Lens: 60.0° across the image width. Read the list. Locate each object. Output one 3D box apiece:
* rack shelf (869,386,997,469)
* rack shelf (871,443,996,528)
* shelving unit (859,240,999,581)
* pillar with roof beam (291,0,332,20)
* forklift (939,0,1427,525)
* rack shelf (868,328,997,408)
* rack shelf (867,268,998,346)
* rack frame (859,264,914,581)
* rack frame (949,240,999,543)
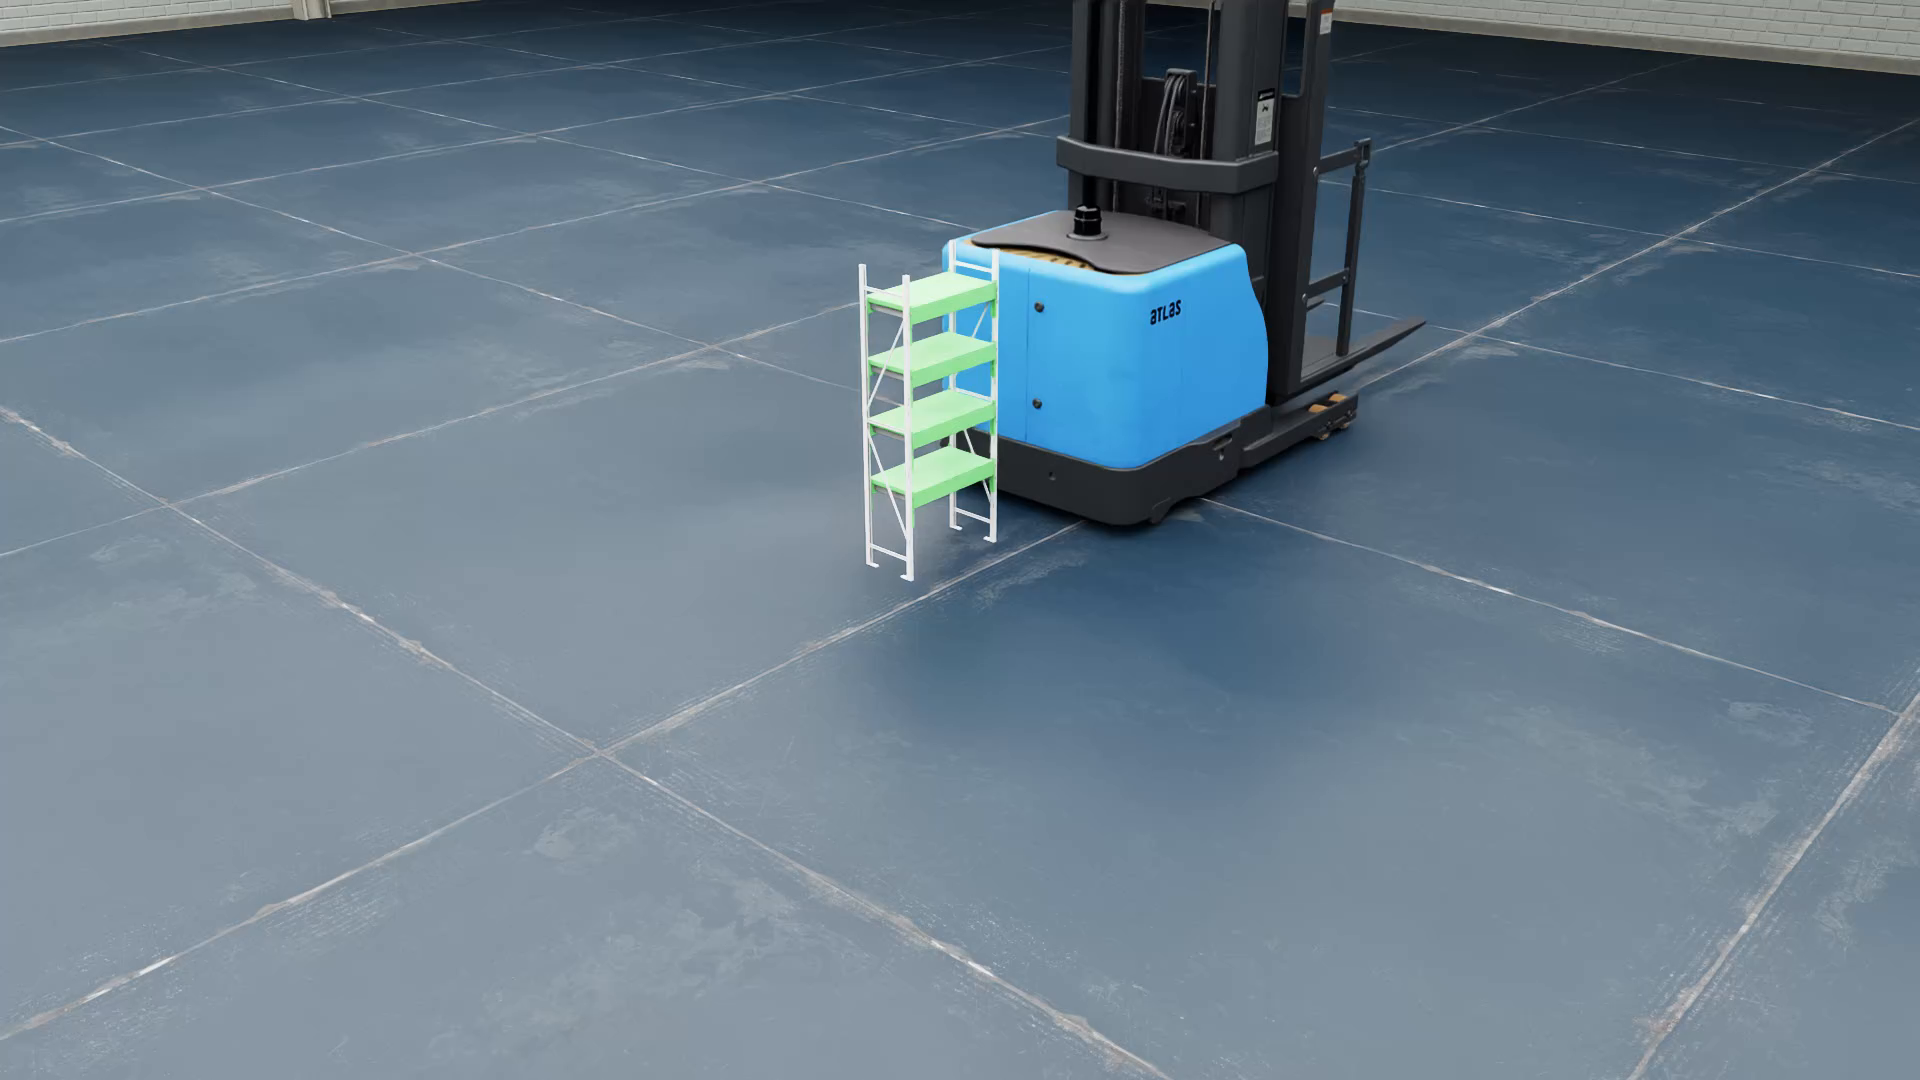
[{"bbox_3d":[-0.110,-0.439,6.418,0.258,0.148,0.480,20,31,38],"label":"rack shelf"},{"bbox_3d":[-0.110,-0.220,6.516,0.258,0.148,0.480,20,31,38],"label":"rack shelf"},{"bbox_3d":[-0.110,-0.497,6.392,0.258,1.200,0.503,20,31,38],"label":"shelving unit"},{"bbox_3d":[-5.562,-10.002,18.059,9.100,9.000,0.400,20,31,38],"label":"pillar with roof beam"},{"bbox_3d":[1.245,-1.923,7.457,1.130,2.935,3.031,19,30,36],"label":"forklift"},{"bbox_3d":[-0.110,-0.658,6.320,0.258,0.148,0.480,20,31,38],"label":"rack shelf"},{"bbox_3d":[-0.110,-0.877,6.222,0.258,0.148,0.480,20,31,38],"label":"rack shelf"},{"bbox_3d":[-0.273,-0.423,6.226,0.240,1.200,0.015,20,31,38],"label":"rack frame"},{"bbox_3d":[0.052,-0.571,6.558,0.240,1.200,0.015,20,31,38],"label":"rack frame"}]
